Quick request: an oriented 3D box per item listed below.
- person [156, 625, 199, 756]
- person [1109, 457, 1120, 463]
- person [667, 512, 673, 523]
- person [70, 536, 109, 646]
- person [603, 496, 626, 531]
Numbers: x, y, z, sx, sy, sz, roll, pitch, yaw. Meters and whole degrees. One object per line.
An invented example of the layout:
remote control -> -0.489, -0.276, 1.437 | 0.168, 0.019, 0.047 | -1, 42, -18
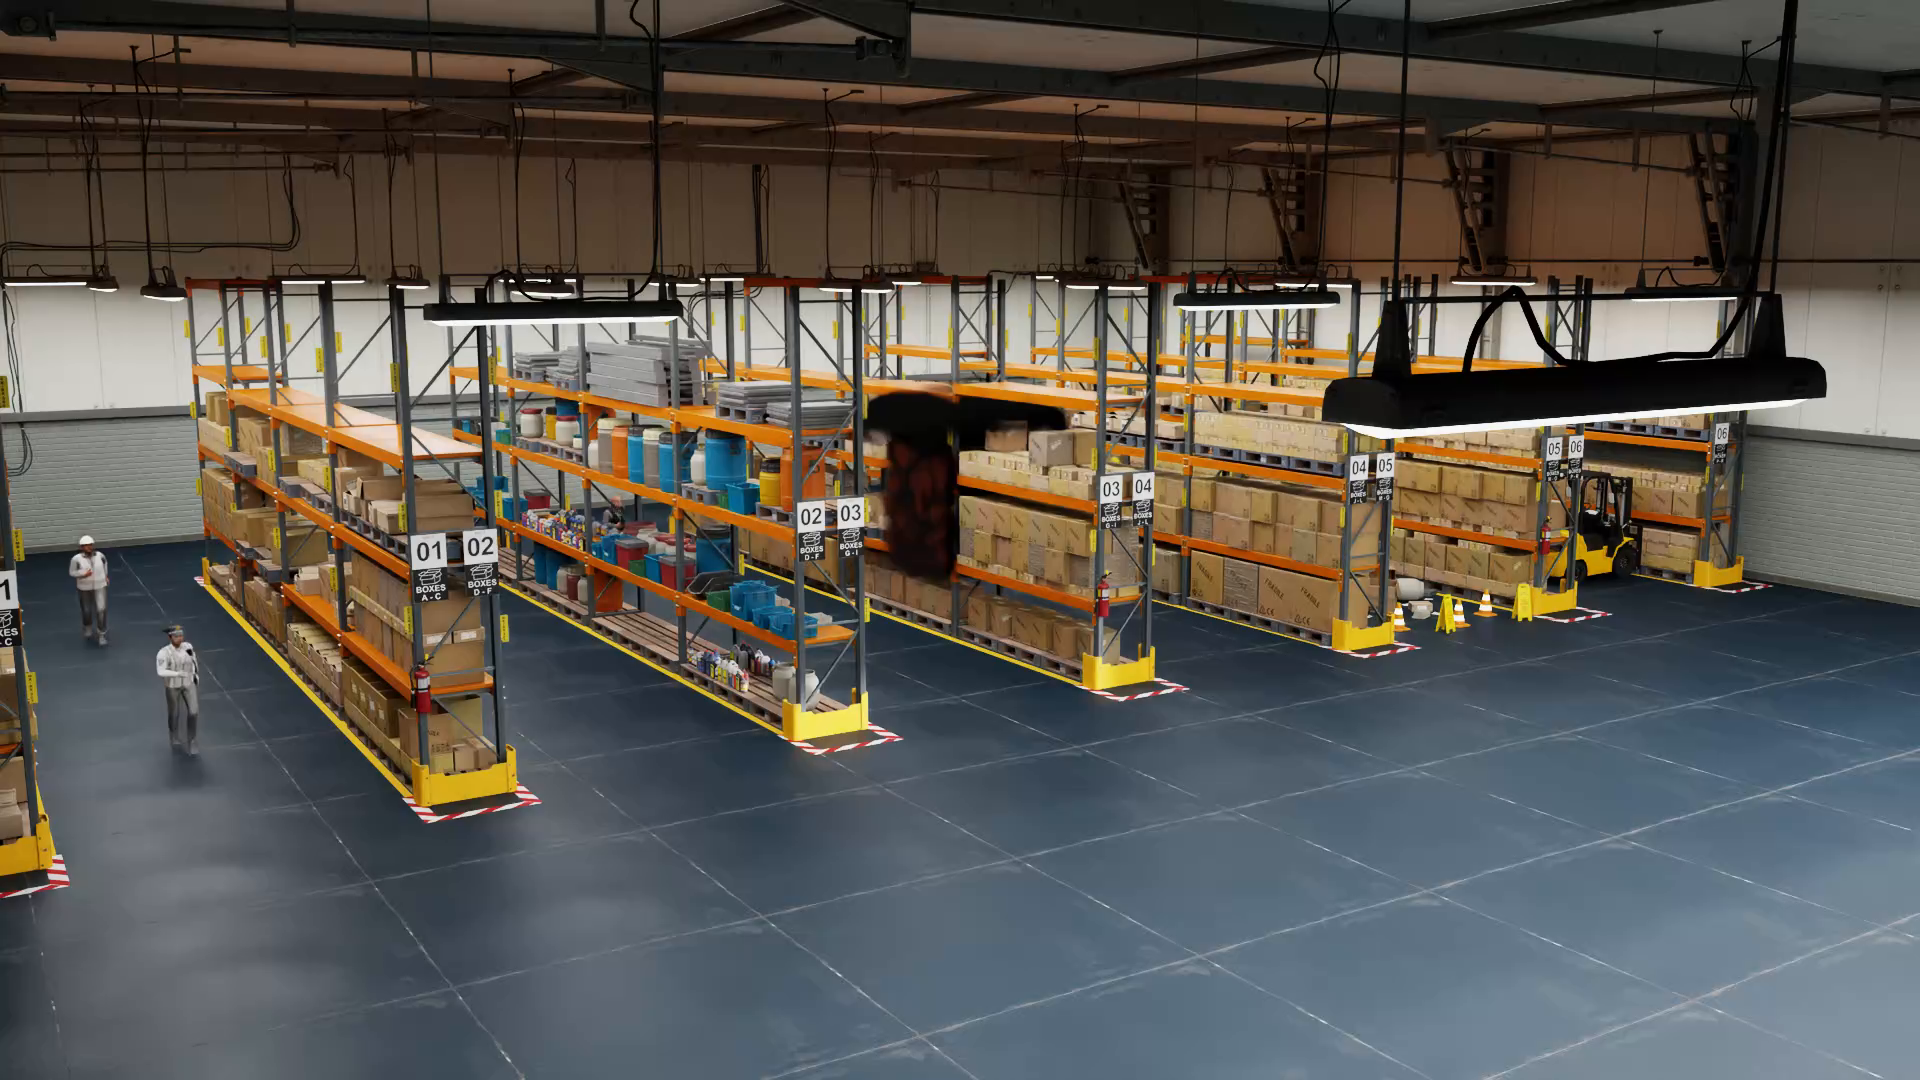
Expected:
person -> -10.092, 1.930, 21.503 | 0.547, 1.732, 0.813 | -7, 12, -38
person -> 3.583, -0.984, 37.436 | 0.946, 1.744, 0.643 | 8, 13, 40
person -> -6.516, -1.094, 39.482 | 0.833, 1.705, 0.560 | 1, 10, 5
person -> -14.502, 0.824, 27.739 | 0.609, 1.827, 0.868 | -6, 11, -34
person -> -6.937, -0.067, 33.328 | 0.666, 1.695, 0.972 | -9, 13, -44
